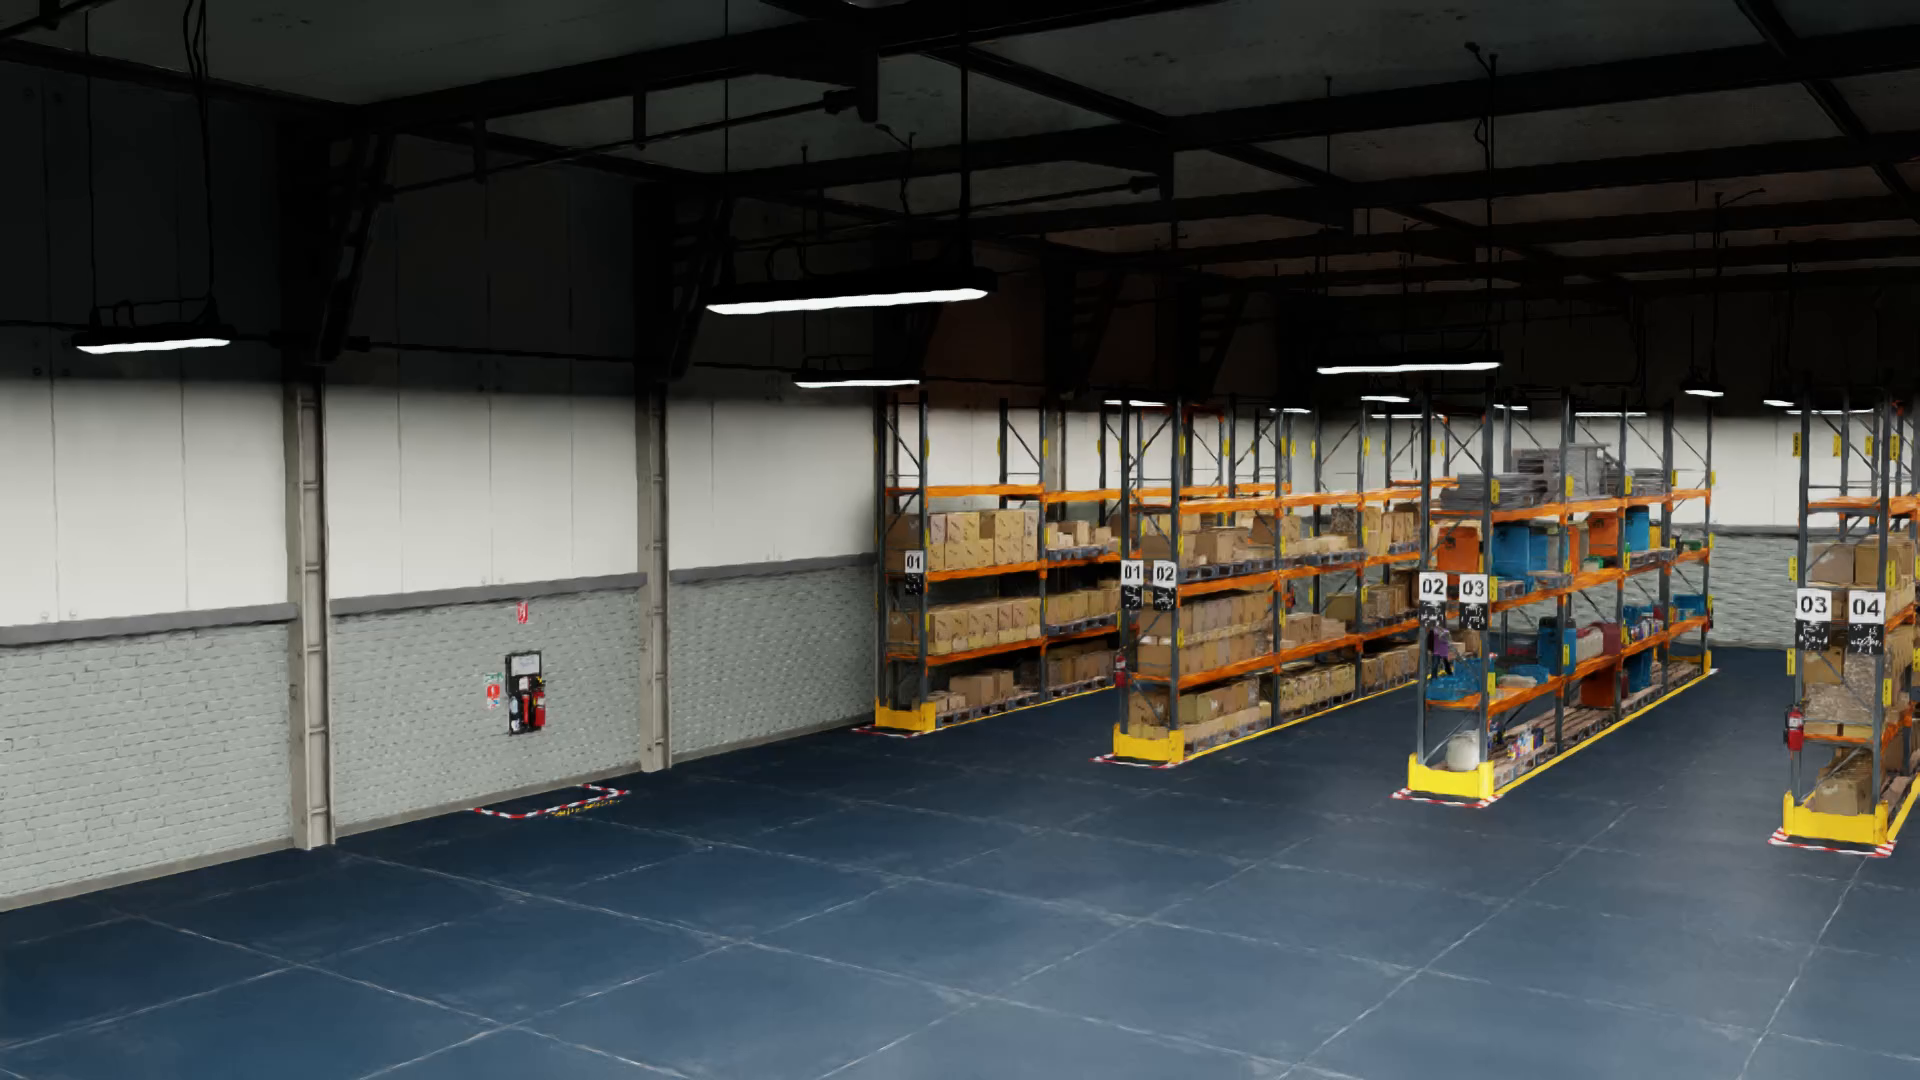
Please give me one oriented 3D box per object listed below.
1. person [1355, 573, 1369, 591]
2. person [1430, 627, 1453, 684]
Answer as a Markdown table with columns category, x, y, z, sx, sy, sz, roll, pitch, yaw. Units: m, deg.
| category | x | y | z | sx | sy | sz | roll | pitch | yaw |
| --- | --- | --- | --- | --- | --- | --- | --- | --- | --- |
| person | 10.729 | 1.711 | 44.109 | 0.685 | 1.669 | 0.553 | -1 | 3 | -17 |
| person | 9.902 | 2.339 | 34.121 | 0.416 | 1.525 | 1.034 | 2 | 4 | 33 |
